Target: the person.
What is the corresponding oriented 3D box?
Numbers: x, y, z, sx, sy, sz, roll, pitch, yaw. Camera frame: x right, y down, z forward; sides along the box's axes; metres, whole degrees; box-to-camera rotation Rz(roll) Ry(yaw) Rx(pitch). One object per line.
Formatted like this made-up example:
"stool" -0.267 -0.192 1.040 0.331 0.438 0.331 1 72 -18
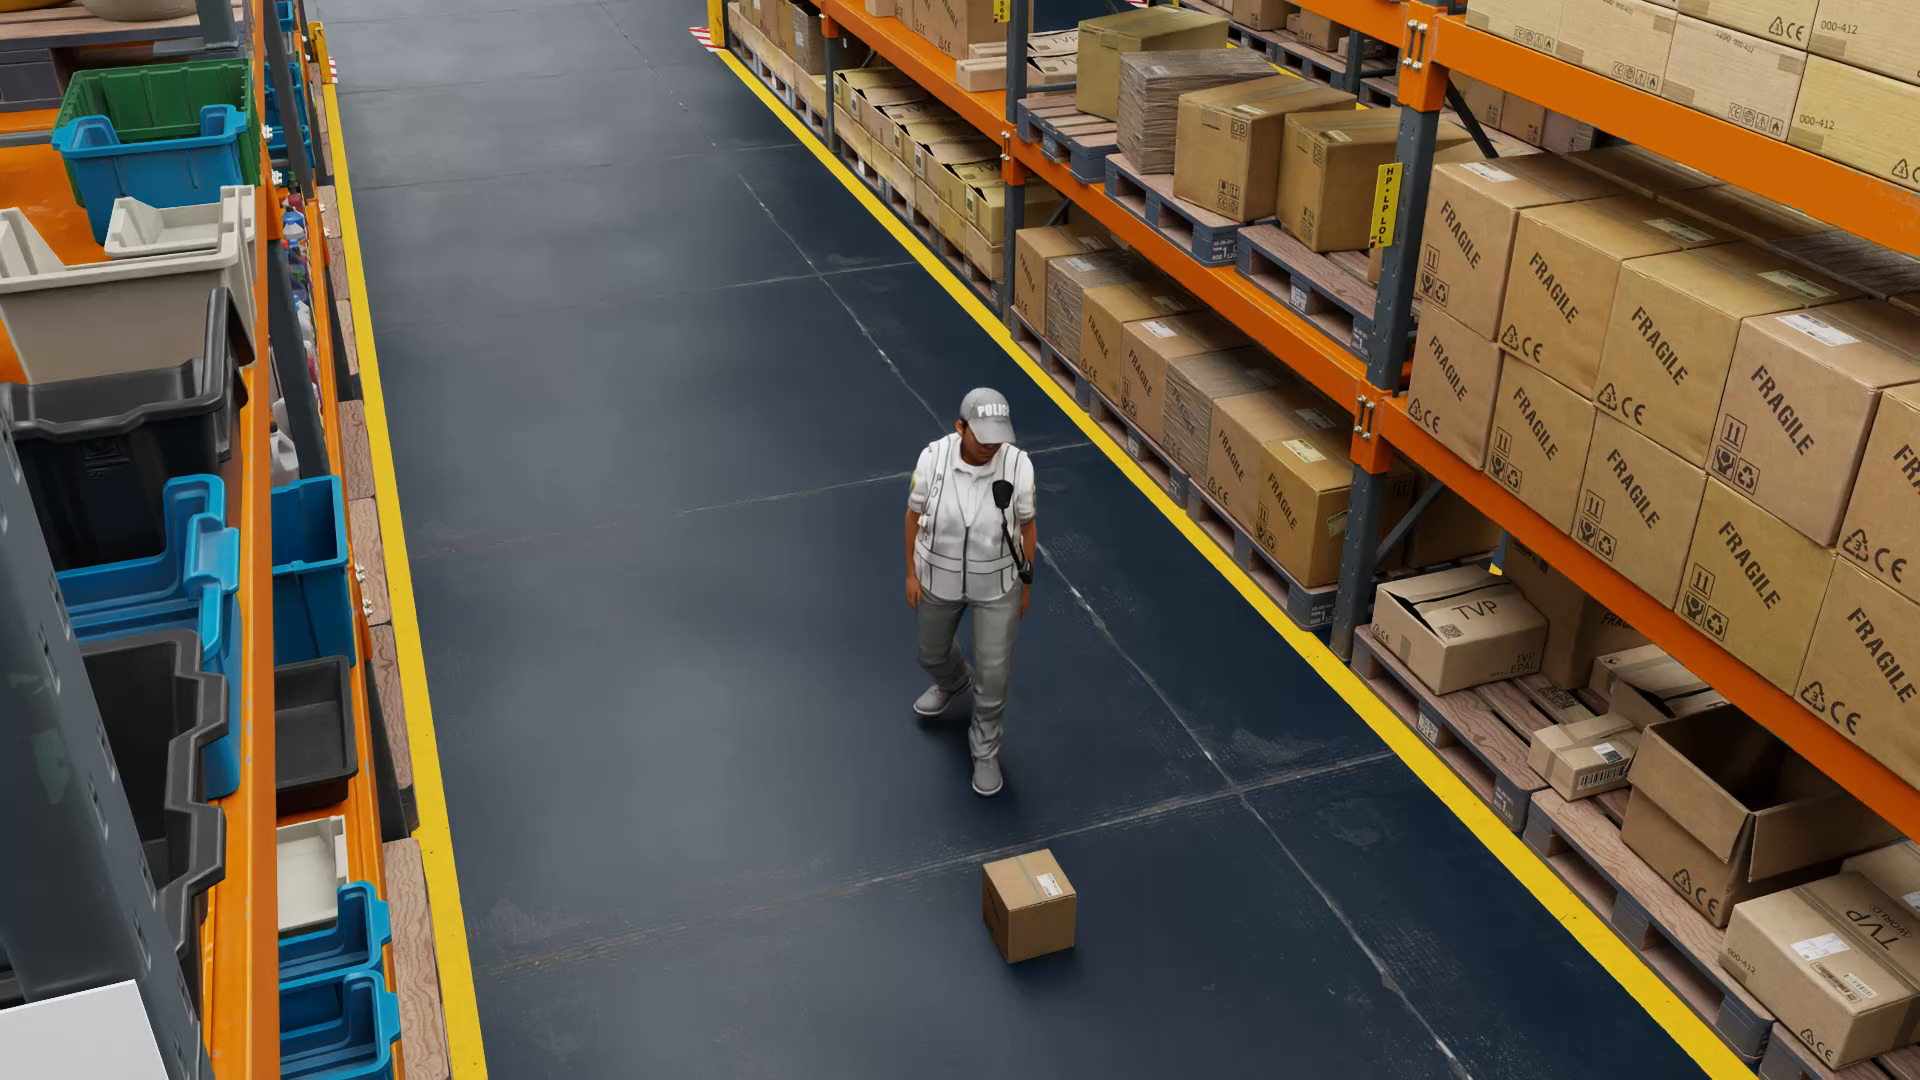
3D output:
"person" 0.039 0.125 6.405 0.511 1.658 0.660 5 30 8
